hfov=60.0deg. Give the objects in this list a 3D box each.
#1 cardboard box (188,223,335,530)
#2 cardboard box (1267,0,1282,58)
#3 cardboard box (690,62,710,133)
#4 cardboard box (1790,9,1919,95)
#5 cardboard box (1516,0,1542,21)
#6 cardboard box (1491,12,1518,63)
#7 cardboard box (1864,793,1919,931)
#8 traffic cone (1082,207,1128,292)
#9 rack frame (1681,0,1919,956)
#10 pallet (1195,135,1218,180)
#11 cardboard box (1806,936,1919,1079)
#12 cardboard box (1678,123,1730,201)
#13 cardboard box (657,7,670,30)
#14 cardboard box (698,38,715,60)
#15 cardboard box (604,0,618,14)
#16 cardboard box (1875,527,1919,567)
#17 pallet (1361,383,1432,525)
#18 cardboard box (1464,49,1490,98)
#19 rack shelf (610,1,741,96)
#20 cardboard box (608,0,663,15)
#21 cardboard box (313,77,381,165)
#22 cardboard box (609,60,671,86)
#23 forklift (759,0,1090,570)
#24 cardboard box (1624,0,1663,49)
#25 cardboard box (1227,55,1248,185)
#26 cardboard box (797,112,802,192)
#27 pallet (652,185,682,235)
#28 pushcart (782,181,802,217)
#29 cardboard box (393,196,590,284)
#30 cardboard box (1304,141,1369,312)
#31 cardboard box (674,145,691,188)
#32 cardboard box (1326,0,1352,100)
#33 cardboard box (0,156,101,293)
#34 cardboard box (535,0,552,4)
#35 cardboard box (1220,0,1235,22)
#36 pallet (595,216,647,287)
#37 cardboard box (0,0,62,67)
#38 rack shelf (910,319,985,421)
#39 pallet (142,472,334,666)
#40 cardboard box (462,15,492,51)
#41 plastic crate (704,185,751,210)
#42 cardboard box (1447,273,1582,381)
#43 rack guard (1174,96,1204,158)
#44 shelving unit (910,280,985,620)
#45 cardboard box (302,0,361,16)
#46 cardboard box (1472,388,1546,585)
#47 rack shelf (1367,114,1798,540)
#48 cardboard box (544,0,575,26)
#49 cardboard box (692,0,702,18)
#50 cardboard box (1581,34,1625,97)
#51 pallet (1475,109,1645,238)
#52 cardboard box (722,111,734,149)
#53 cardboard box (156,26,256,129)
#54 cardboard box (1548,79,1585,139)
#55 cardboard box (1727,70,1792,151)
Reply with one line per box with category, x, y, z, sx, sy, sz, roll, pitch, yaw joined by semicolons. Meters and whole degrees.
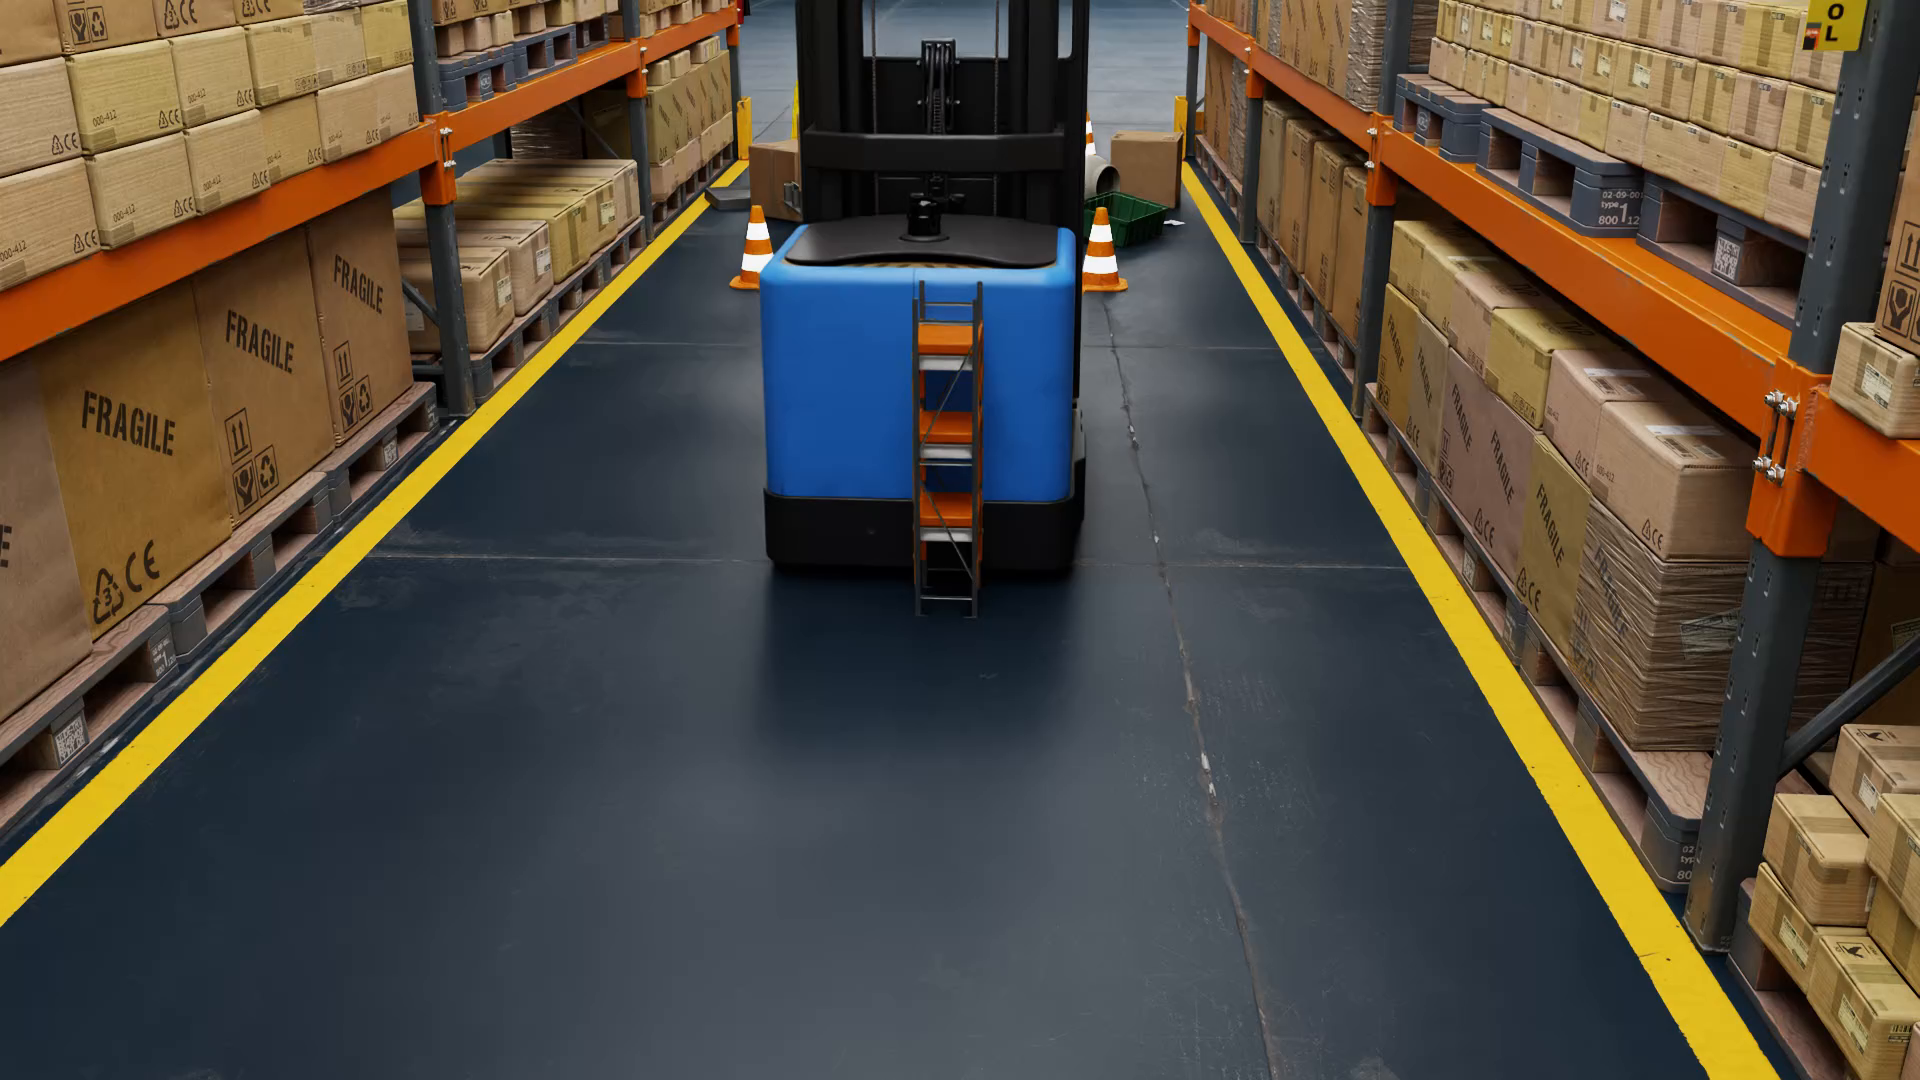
cardboard box;-2.826;-0.597;5.778;0.875;0.875;0.875;1;21;2
cardboard box;2.082;-3.068;9.652;0.500;0.500;0.500;1;21;2
cardboard box;-2.246;-3.455;12.972;0.500;0.500;0.500;0;21;0
cardboard box;1.956;-1.002;3.409;0.380;0.149;0.250;2;21;4
cardboard box;2.020;-1.757;5.354;0.380;0.149;0.250;2;21;4
cardboard box;2.027;-1.704;5.630;0.380;0.149;0.250;1;21;2
cardboard box;1.853;0.578;2.930;0.380;0.149;0.250;2;21;4
traffic cone;0.832;-1.740;9.875;0.336;0.463;0.334;1;21;2
rack frame;2.139;-0.499;3.168;1.000;3.000;0.127;1;21;2
pallet;2.557;-3.248;14.107;1.003;0.211;1.213;1;21;2
cardboard box;1.798;0.859;3.030;0.380;0.149;0.250;1;21;3
cardboard box;1.970;-0.907;3.987;0.380;0.149;0.250;1;21;1
cardboard box;-2.263;-3.680;11.714;0.380;0.149;0.250;1;21;3
cardboard box;-2.166;-3.905;13.233;0.380;0.149;0.250;1;21;3
cardboard box;-2.309;-3.299;10.151;0.380;0.149;0.250;1;21;2
cardboard box;2.425;-0.143;4.090;0.500;0.250;0.500;0;21;-1
pallet;2.235;-0.363;6.672;1.003;0.211;1.213;1;21;2
cardboard box;2.029;-1.670;5.952;0.380;0.149;0.250;2;21;4
rack shelf;-2.508;-3.797;12.663;1.077;0.370;4.000;1;21;2
cardboard box;-2.277;-3.751;10.999;0.500;0.500;0.500;1;21;1
cardboard box;-2.446;-1.523;6.014;0.500;0.250;0.500;1;21;3
cardboard box;-2.217;-3.230;11.494;0.380;0.149;0.250;1;21;2
forklift;-0.047;-1.754;6.497;1.130;2.935;3.031;1;21;4
cardboard box;1.992;-1.377;4.374;0.380;0.149;0.250;0;21;0
cardboard box;2.495;-3.149;12.355;0.875;0.875;0.875;1;21;2
cardboard box;-0.789;-2.588;10.962;0.500;0.500;0.500;1;21;2
pallet;-2.584;-2.353;11.800;1.003;0.211;1.213;1;21;2
pushcart;-0.288;-2.180;11.125;1.648;0.377;0.936;-7;22;-17
cardboard box;-2.620;-1.679;9.262;0.950;0.372;0.625;1;21;3
cardboard box;2.392;-1.627;8.606;1.050;0.750;0.750;1;21;2
cardboard box;-2.276;-2.727;12.130;0.500;0.250;0.500;2;21;5
cardboard box;2.022;-2.338;7.769;0.500;0.500;0.500;1;21;2
cardboard box;-2.521;-0.790;4.126;0.500;0.250;0.500;0;21;0
cardboard box;-2.404;-3.066;8.653;0.500;0.500;0.500;0;21;0
cardboard box;2.425;-4.181;12.450;0.875;0.550;0.500;1;21;2
pallet;-2.591;-1.828;10.448;1.003;0.211;1.213;1;21;2
cardboard box;-2.524;-1.370;3.892;0.500;0.500;0.500;1;21;1
rack shelf;-0.036;-0.535;5.201;0.215;0.259;0.240;1;21;4
pallet;-2.830;0.061;5.580;1.003;0.211;1.213;1;21;2
cardboard box;-2.398;-2.357;7.725;0.380;0.149;0.250;-1;21;-2
plastic crate;-1.701;-2.607;12.637;0.402;0.080;0.583;-7;22;-17
cardboard box;1.954;-0.716;5.567;0.500;0.250;0.500;1;21;2
rack guard;2.504;-3.681;14.825;1.175;0.500;0.348;1;21;2
shelving unit;-0.036;-0.280;5.300;0.215;1.050;0.252;1;21;4
cardboard box;-2.452;-2.100;5.775;0.500;0.500;0.500;1;21;3
cardboard box;1.945;-0.171;5.197;0.500;0.500;0.500;0;21;0
rack shelf;2.199;-0.887;5.162;1.077;0.370;4.000;1;21;2
cardboard box;-2.354;-2.930;9.201;0.380;0.149;0.250;1;21;2
cardboard box;-2.214;-4.138;12.893;0.380;0.149;0.250;0;21;1
cardboard box;1.990;-1.339;4.689;0.380;0.149;0.250;1;21;2
pallet;2.241;-1.140;5.084;1.003;0.211;1.213;1;21;2
cardboard box;-2.204;-3.466;14.035;0.500;0.250;0.500;1;21;1
cardboard box;-2.474;-1.390;4.980;0.500;0.250;0.500;0;21;0
cardboard box;1.997;-1.291;4.976;0.380;0.149;0.250;0;21;0
cardboard box;1.960;-0.958;3.706;0.380;0.149;0.250;1;21;2
